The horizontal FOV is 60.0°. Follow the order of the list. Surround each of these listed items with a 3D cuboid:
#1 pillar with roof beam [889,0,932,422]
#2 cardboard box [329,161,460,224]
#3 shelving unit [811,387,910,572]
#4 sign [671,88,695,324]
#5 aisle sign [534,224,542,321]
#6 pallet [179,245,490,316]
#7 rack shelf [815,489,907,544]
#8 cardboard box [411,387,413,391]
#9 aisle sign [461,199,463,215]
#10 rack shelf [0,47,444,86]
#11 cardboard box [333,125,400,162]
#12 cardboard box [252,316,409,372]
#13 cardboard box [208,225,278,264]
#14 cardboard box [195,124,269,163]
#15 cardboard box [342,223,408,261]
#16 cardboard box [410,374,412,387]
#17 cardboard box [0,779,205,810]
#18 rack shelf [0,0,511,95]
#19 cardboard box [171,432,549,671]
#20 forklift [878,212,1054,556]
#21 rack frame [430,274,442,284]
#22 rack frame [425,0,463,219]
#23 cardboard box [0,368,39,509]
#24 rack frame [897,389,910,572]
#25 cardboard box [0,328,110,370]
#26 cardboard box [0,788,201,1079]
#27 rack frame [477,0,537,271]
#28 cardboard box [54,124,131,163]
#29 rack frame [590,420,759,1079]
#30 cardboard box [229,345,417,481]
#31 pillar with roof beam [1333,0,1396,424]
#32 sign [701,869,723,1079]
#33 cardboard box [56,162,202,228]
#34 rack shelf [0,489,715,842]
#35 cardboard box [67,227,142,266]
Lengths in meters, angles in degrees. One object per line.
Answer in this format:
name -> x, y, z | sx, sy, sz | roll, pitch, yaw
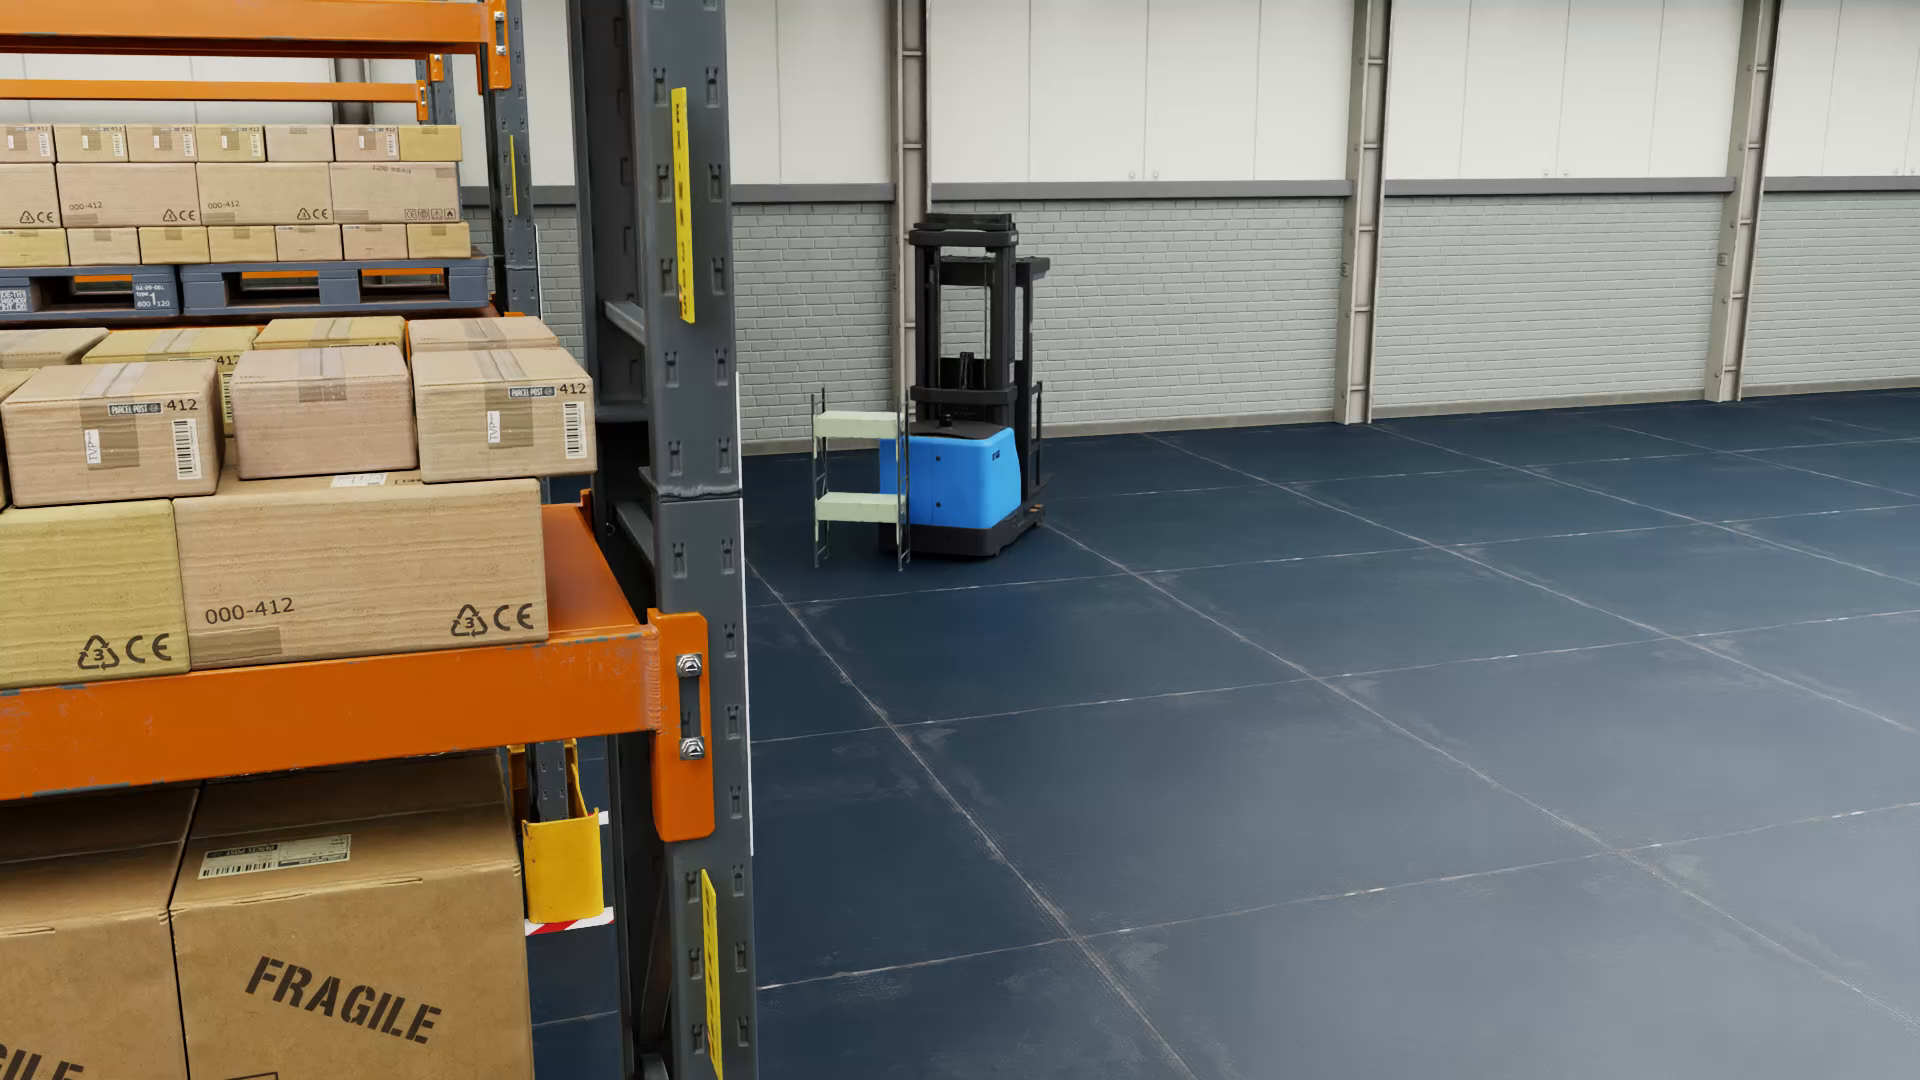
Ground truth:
pillar with roof beam -> 0.811, -4.536, 14.873 | 0.400, 9.000, 9.100 | -4, 14, -18
cardboard box -> -2.415, -1.492, 7.117 | 0.500, 0.250, 0.500 | -4, 14, -17
shelving unit -> -0.841, -0.520, 14.194 | 0.755, 1.500, 0.431 | 2, 14, 9
sign -> -0.396, -0.477, 2.379 | 0.005, 0.325, 0.100 | -4, 14, -18
aisle sign -> -1.878, -1.010, 7.396 | 0.004, 0.787, 0.394 | -4, 14, -18
pallet -> -2.740, -1.165, 7.374 | 1.213, 0.211, 1.003 | -4, 14, -18
rack shelf -> -0.841, -0.203, 14.270 | 0.720, 0.370, 0.431 | 2, 14, 9
cardboard box -> -2.405, -0.385, 7.729 | 0.550, 0.550, 0.875 | -4, 14, -18
aisle sign -> -3.564, -2.090, 11.935 | 0.004, 0.787, 0.394 | -4, 14, -18
rack shelf -> -5.611, -3.303, 11.253 | 4.000, 0.370, 1.077 | -4, 14, -18
cardboard box -> -2.489, -1.666, 6.987 | 0.250, 0.149, 0.380 | -4, 14, -18
cardboard box -> -1.166, -0.323, 3.107 | 0.250, 0.149, 0.380 | -4, 14, -17
cardboard box -> -2.970, -1.241, 6.922 | 0.250, 0.149, 0.380 | -4, 14, -18
cardboard box -> -2.977, -1.628, 6.826 | 0.250, 0.149, 0.380 | -4, 14, -17
cardboard box -> -2.487, -1.278, 7.080 | 0.250, 0.149, 0.380 | -4, 14, -18
cardboard box -> -4.142, -0.977, 12.016 | 0.500, 0.500, 0.500 | -5, 14, -19
cardboard box -> -1.639, 0.626, 3.117 | 0.500, 0.500, 0.500 | -4, 14, -18
rack shelf -> -3.936, -2.032, 6.766 | 4.000, 0.370, 1.077 | -4, 14, -18
cardboard box -> -0.930, -0.005, 2.633 | 0.500, 0.250, 0.500 | -4, 14, -17
forklift -> 0.200, -1.581, 15.562 | 1.130, 2.935, 3.031 | 4, 14, 17
rack frame -> -5.302, -1.972, 17.060 | 0.127, 3.000, 1.000 | -4, 14, -18
rack frame -> -3.715, -3.802, 11.790 | 0.127, 3.000, 1.000 | -4, 14, -18
cardboard box -> -1.457, -0.140, 2.338 | 0.250, 0.149, 0.380 | -4, 14, -18
rack frame -> -0.480, -0.506, 14.135 | 0.023, 1.500, 0.400 | 2, 14, 9
cardboard box -> -1.647, -0.273, 2.896 | 0.250, 0.149, 0.380 | -4, 14, -16
cardboard box -> -1.469, 0.743, 2.626 | 0.500, 0.500, 0.500 | -4, 14, -18
rack frame -> -2.041, -2.724, 7.257 | 0.127, 3.000, 1.000 | -4, 14, -18
cardboard box -> -3.457, -1.591, 6.669 | 0.250, 0.149, 0.380 | -5, 14, -19
rack frame -> -0.554, 1.290, 3.346 | 0.127, 3.000, 1.000 | -4, 14, -18
cardboard box -> -1.002, -0.208, 2.624 | 0.250, 0.149, 0.380 | -5, 14, -20
pillar with roof beam -> 6.497, -4.979, 16.734 | 0.400, 9.000, 9.100 | -4, 14, -18
sign -> -0.396, 0.696, 2.658 | 0.005, 0.325, 0.100 | -4, 14, -18
cardboard box -> -3.366, -1.419, 6.808 | 0.500, 0.250, 0.500 | -5, 14, -18
rack shelf -> -2.450, 0.328, 2.462 | 4.000, 0.370, 1.077 | -4, 14, -18
cardboard box -> -3.452, -1.203, 6.764 | 0.250, 0.149, 0.380 | -4, 14, -18
